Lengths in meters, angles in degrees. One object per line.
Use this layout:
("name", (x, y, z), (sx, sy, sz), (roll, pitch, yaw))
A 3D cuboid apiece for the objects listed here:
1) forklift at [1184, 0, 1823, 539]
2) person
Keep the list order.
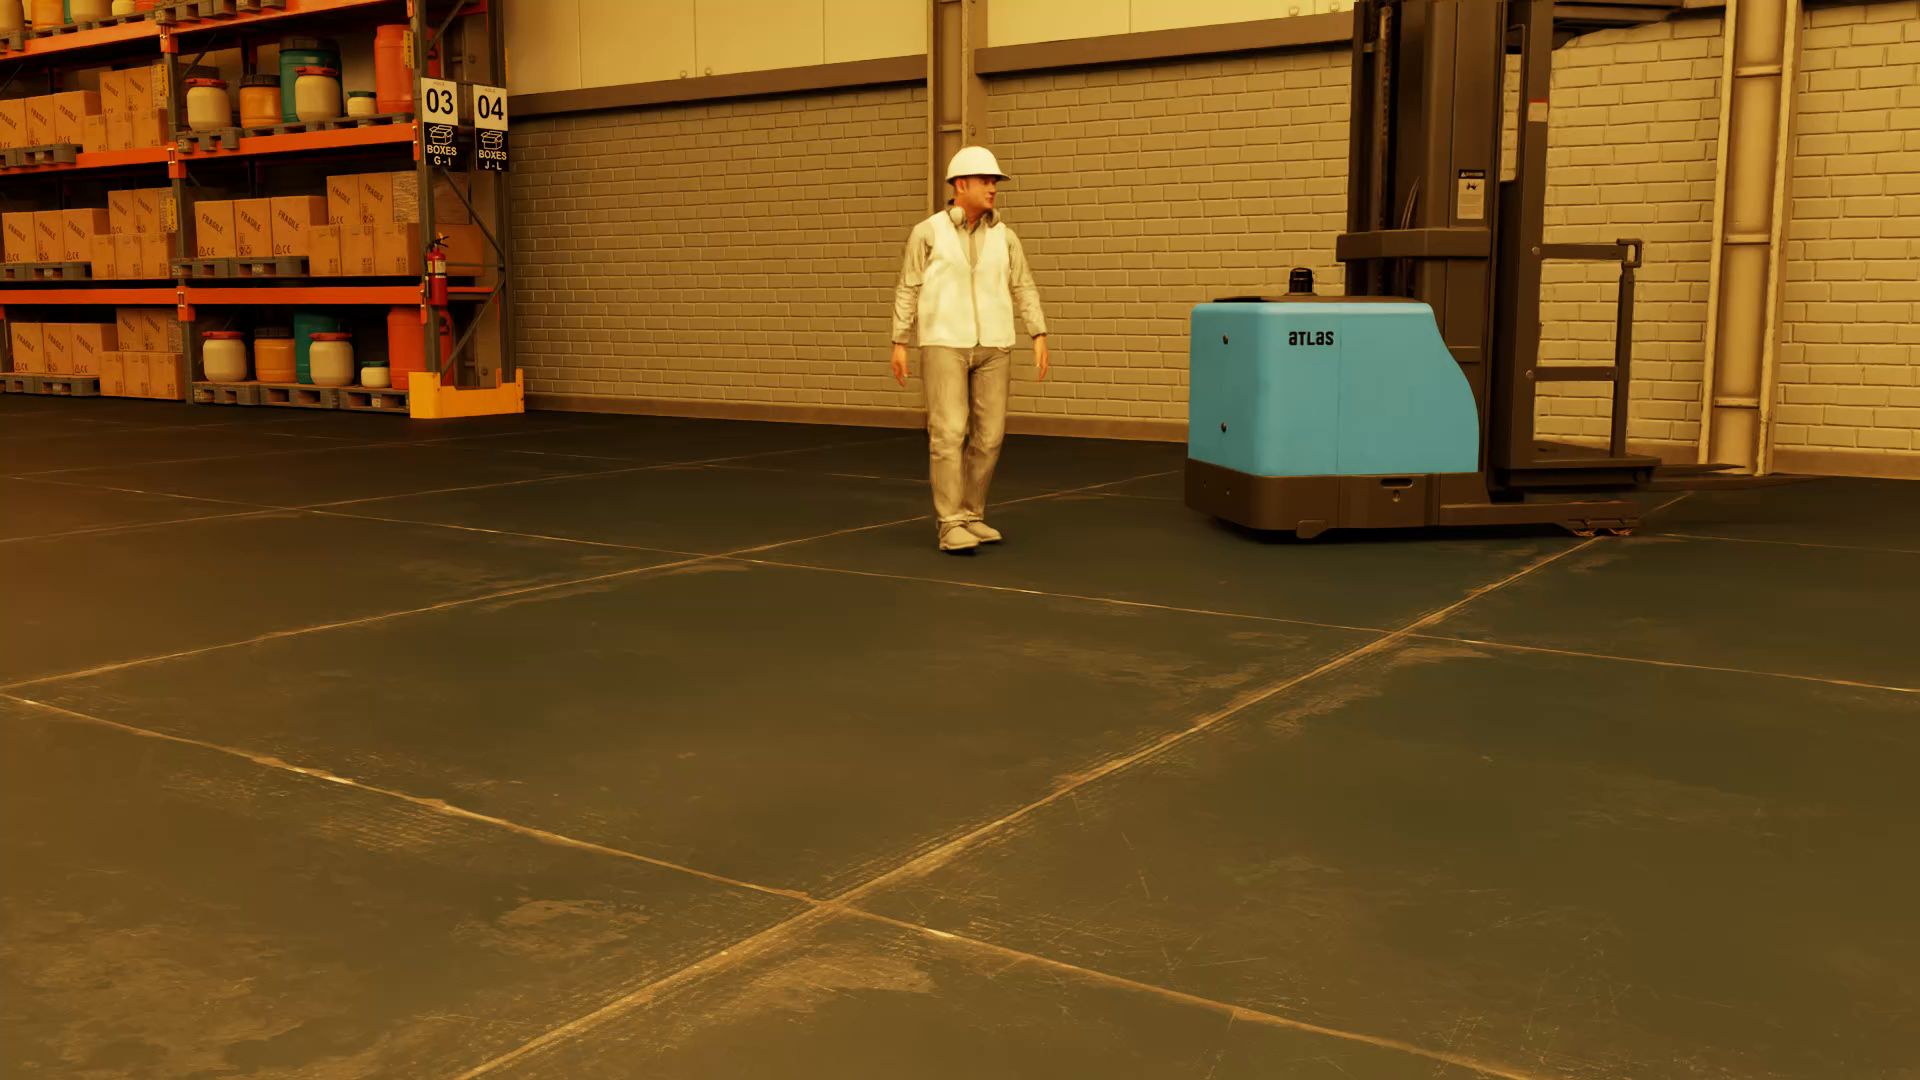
("forklift", (2.692, -1.536, 7.994), (3.031, 2.935, 1.130), (-2, 8, -12))
("person", (0.066, -0.836, 7.283), (0.669, 1.759, 0.652), (-3, 9, -19))
